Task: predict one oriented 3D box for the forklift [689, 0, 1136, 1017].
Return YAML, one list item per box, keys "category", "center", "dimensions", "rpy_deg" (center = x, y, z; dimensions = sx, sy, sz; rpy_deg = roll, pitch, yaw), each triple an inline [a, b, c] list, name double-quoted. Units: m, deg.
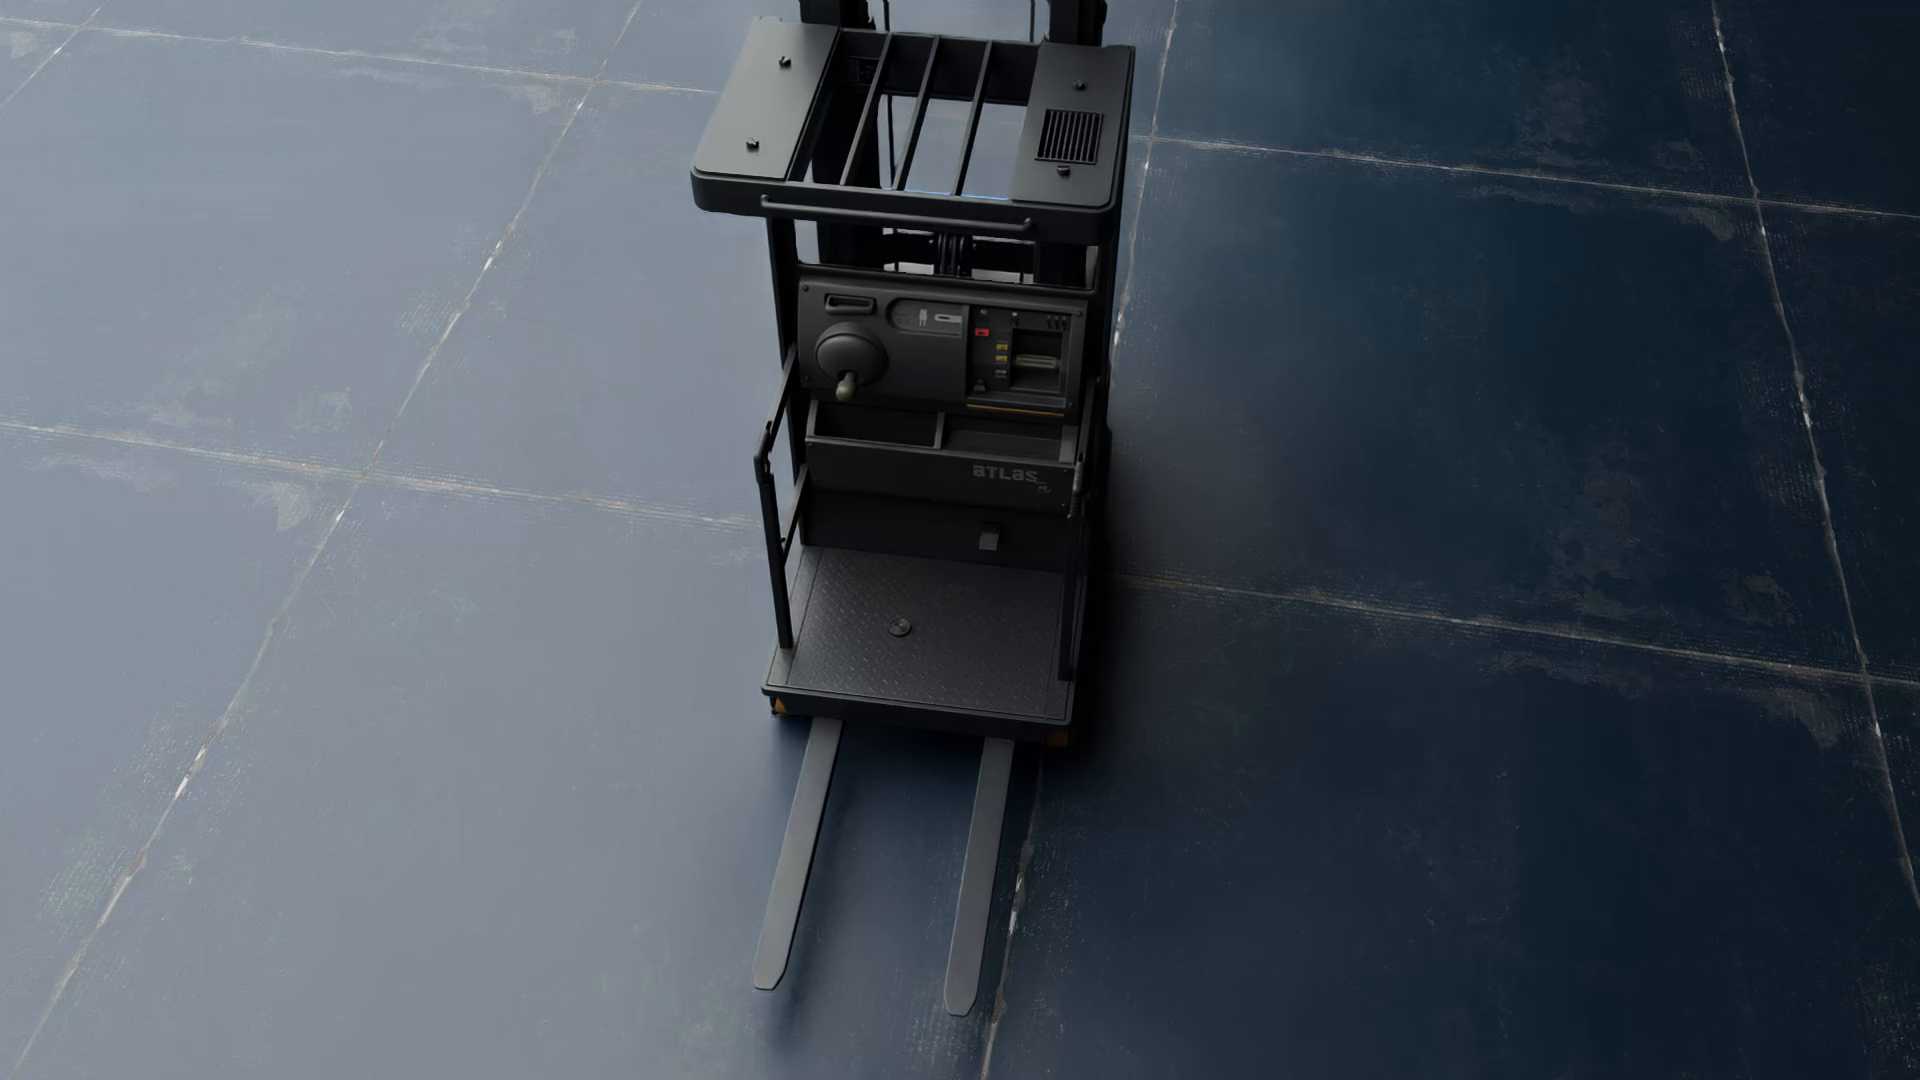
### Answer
- category: "forklift"
  center: [-0.091, -0.516, 5.215]
  dimensions: [1.130, 2.935, 3.031]
  rpy_deg: [6, 48, 6]
